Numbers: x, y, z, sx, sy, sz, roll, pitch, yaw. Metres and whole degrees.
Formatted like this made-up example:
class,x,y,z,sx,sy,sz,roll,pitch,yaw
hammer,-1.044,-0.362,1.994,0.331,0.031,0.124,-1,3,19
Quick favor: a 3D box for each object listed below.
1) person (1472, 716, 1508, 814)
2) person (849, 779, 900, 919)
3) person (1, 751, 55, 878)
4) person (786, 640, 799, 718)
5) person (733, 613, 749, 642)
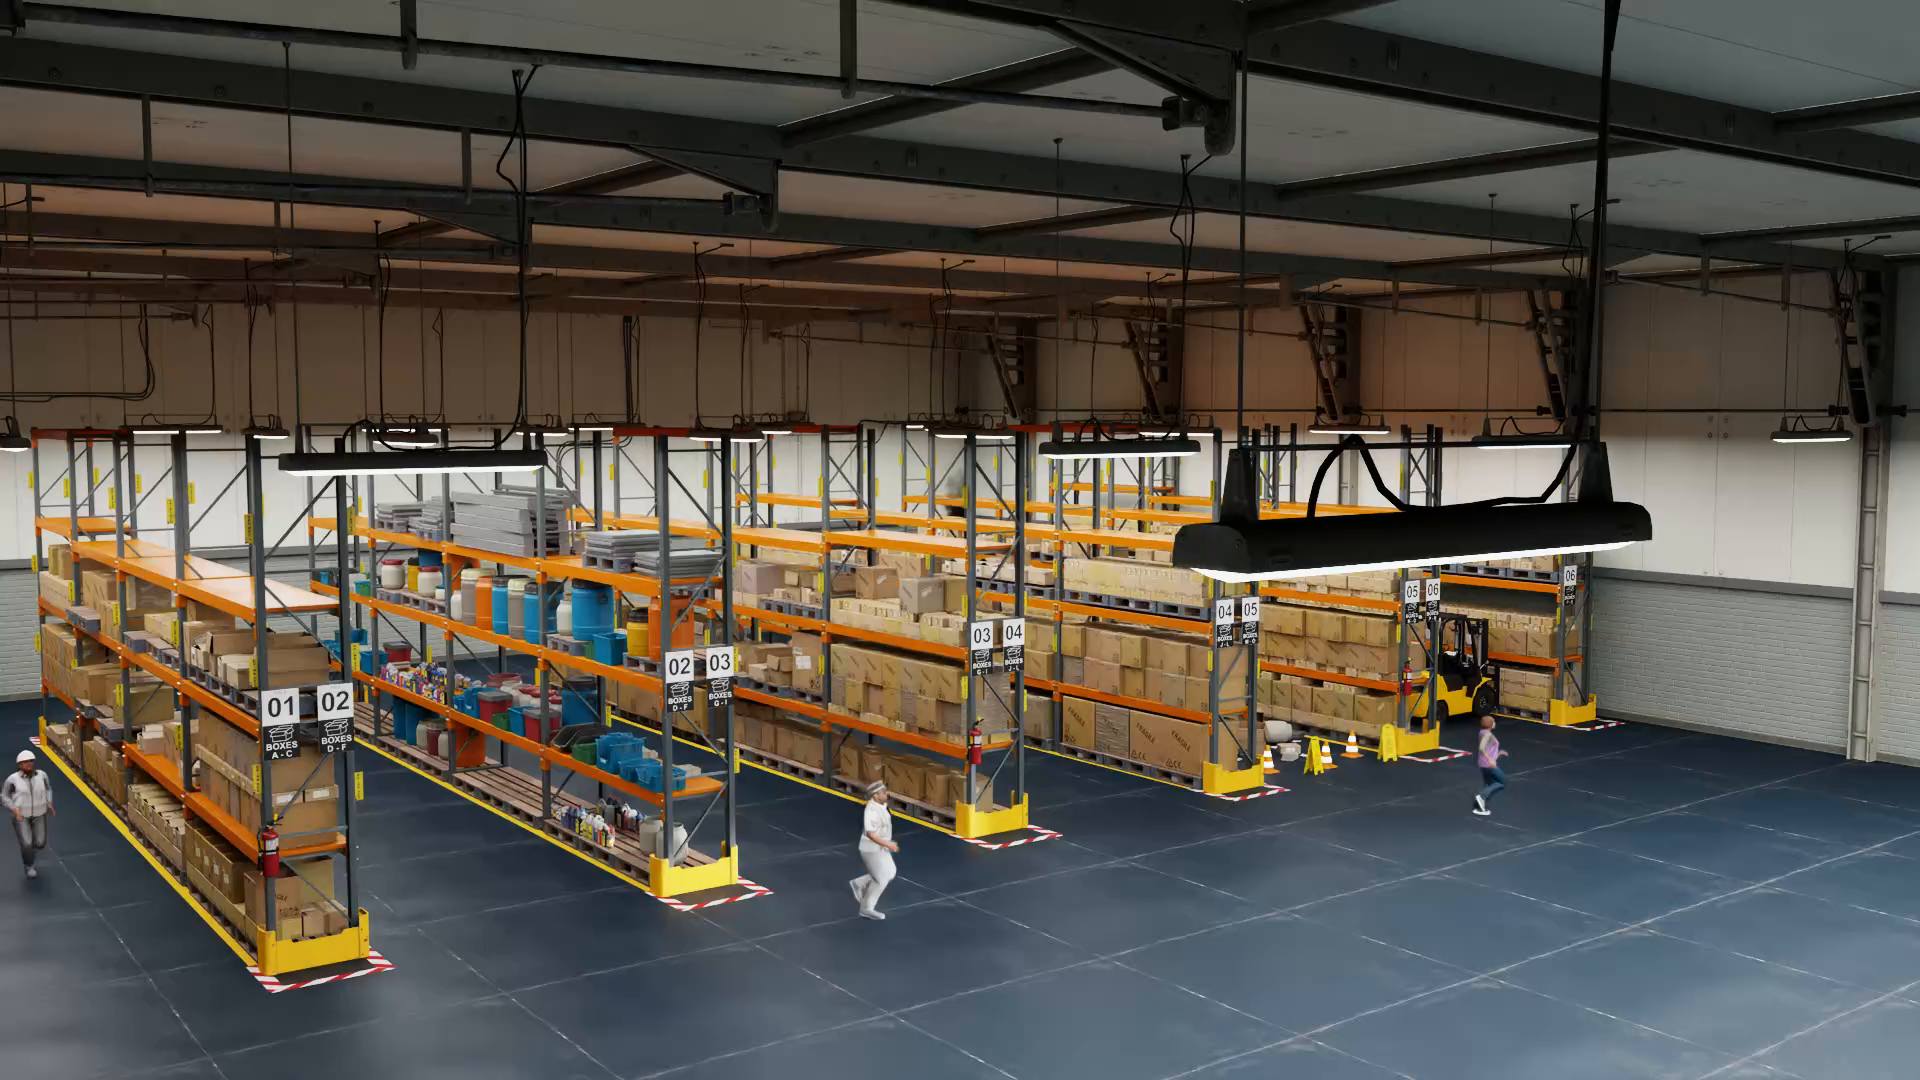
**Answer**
class,x,y,z,sx,sy,sz,roll,pitch,yaw
person,8.281,3.512,25.933,0.549,1.559,0.522,0,4,1
person,-1.062,3.839,20.757,0.668,1.749,0.684,0,4,5
person,-12.685,3.704,22.620,0.619,1.722,0.643,4,6,44
person,-3.298,2.855,33.200,0.702,1.728,0.627,-4,6,-43
person,-5.497,2.197,41.826,0.693,1.675,0.638,0,4,-2
